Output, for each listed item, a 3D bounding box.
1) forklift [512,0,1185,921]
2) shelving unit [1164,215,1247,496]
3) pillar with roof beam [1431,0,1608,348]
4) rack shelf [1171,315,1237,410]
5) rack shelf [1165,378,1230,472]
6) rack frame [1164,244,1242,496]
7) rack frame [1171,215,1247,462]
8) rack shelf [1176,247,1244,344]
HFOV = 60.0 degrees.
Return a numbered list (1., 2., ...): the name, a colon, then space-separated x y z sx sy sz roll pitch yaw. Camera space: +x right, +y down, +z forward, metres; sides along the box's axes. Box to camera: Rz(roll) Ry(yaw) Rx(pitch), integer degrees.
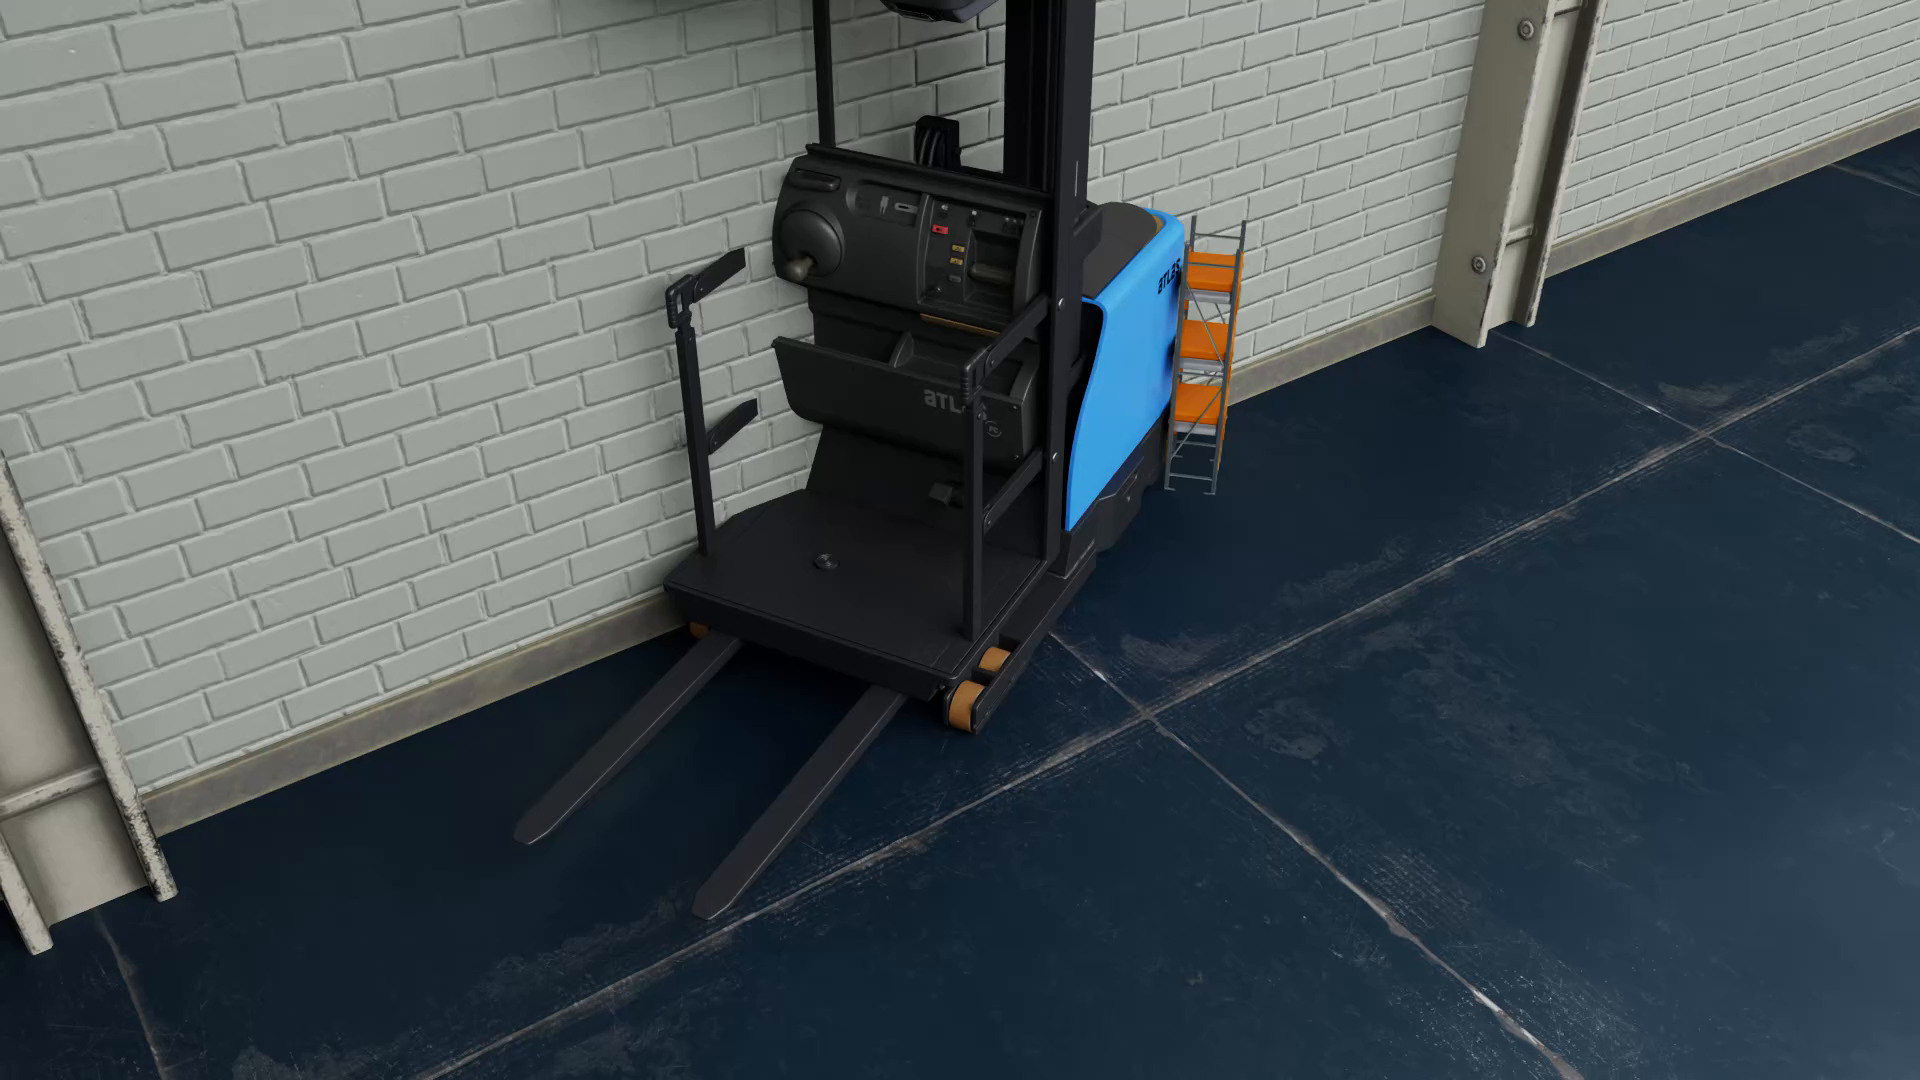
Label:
1. forklift: -0.283 -0.865 4.943 1.130 2.935 3.031 17 39 22
2. shelving unit: 0.924 -0.683 6.301 0.215 1.050 0.252 7 36 10
3. pillar with roof beam: 4.868 -2.596 2.153 0.400 9.000 9.100 -22 41 -28
4. rack shelf: 0.924 -0.675 6.307 0.215 0.259 0.240 7 36 10
5. rack shelf: 0.924 -0.449 6.469 0.215 0.259 0.240 7 36 10
6. rack frame: 0.898 -0.614 6.204 0.200 1.050 0.008 7 36 10
7. rack frame: 0.950 -0.753 6.398 0.200 1.050 0.008 7 36 10
8. rack shelf: 0.924 -0.905 6.141 0.215 0.259 0.240 7 36 10
